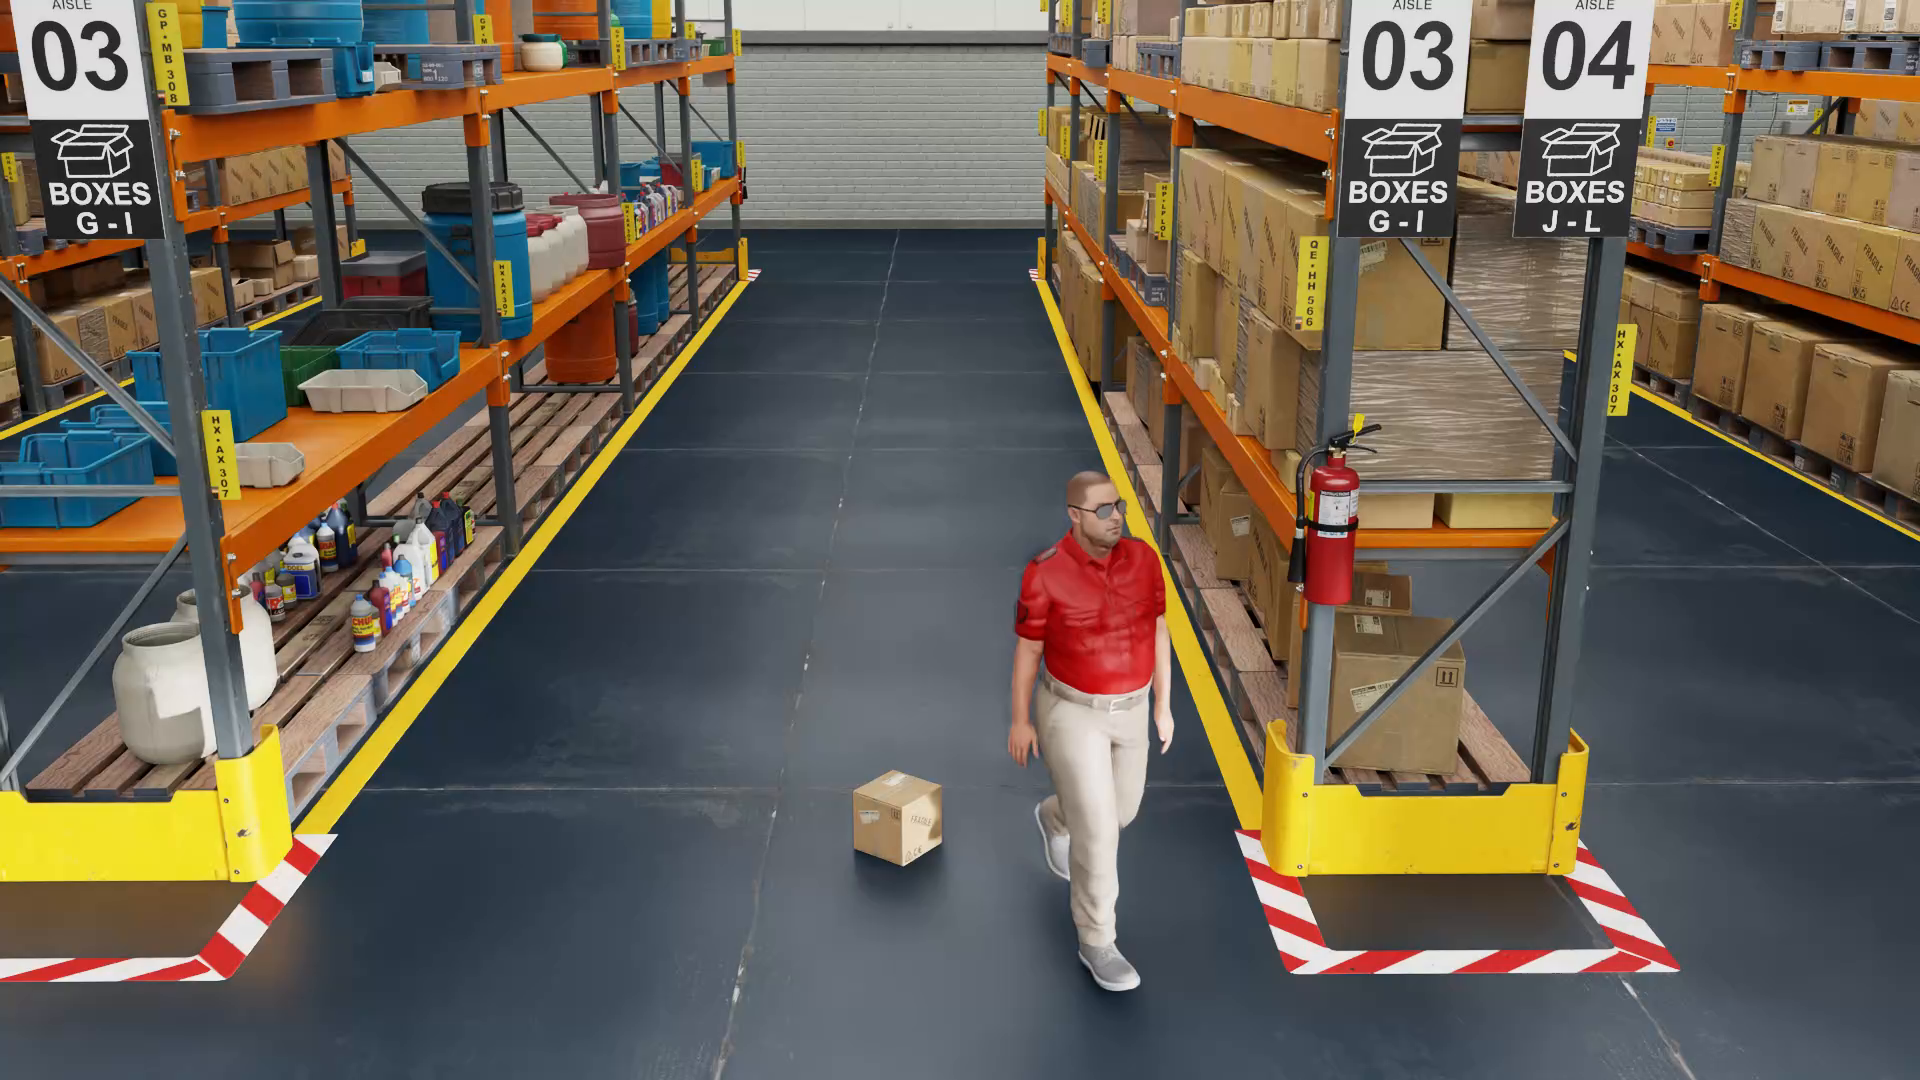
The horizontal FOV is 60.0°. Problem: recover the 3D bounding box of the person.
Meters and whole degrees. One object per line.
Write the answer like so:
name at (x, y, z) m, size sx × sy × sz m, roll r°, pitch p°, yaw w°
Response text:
person at (0.476, 0.283, 5.567) m, size 0.553 × 1.045 × 0.335 m, roll -9°, pitch 19°, yaw -27°
